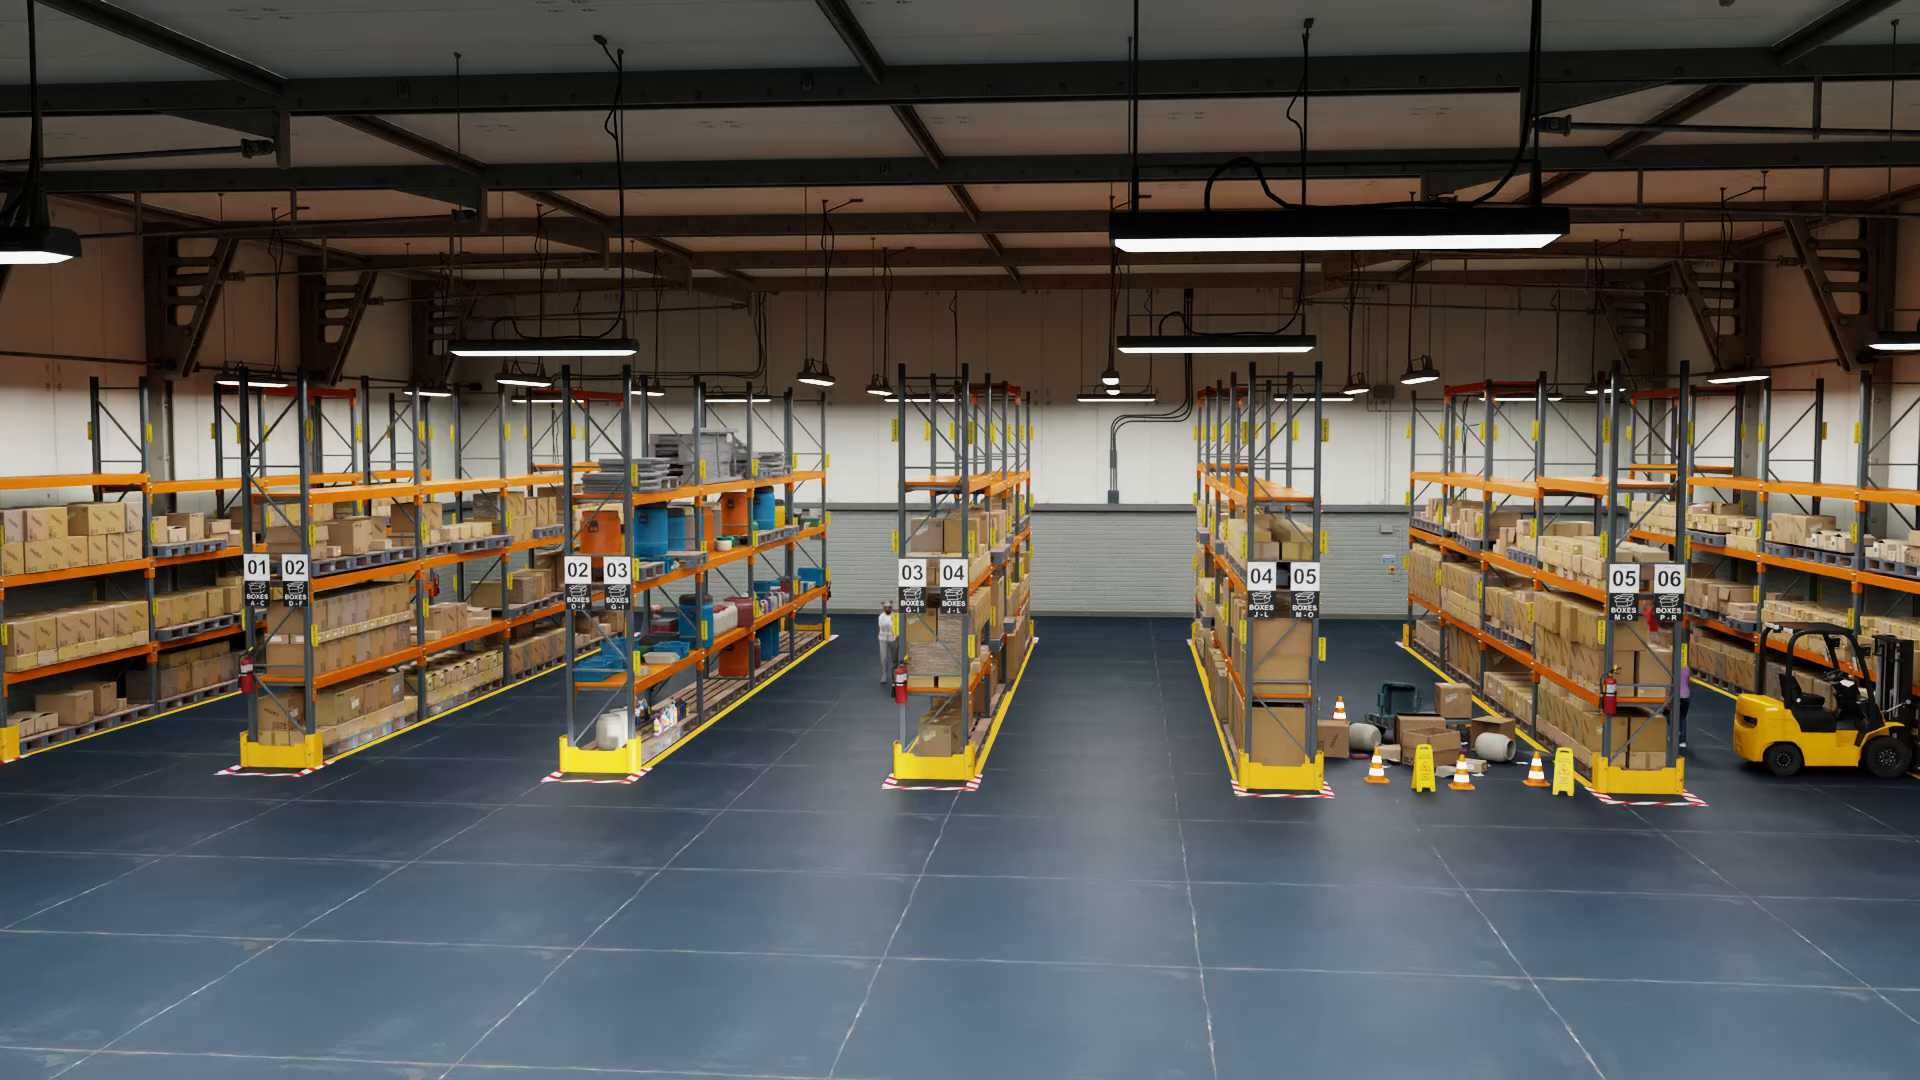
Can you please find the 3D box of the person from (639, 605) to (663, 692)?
[{"bbox_3d":[-5.912,2.096,32.044,0.588,1.710,0.678,-3,5,-38],"label":"person"}]

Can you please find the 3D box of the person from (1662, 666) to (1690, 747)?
[{"bbox_3d":[11.558,2.540,26.805,0.467,1.497,0.734,1,4,9],"label":"person"}]

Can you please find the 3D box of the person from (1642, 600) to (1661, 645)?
[{"bbox_3d":[13.725,2.014,33.061,0.549,1.717,0.542,-1,4,-19],"label":"person"}]

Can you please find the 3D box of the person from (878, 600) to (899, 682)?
[{"bbox_3d":[-1.419,2.011,33.575,0.457,1.642,0.863,0,4,4],"label":"person"}]
